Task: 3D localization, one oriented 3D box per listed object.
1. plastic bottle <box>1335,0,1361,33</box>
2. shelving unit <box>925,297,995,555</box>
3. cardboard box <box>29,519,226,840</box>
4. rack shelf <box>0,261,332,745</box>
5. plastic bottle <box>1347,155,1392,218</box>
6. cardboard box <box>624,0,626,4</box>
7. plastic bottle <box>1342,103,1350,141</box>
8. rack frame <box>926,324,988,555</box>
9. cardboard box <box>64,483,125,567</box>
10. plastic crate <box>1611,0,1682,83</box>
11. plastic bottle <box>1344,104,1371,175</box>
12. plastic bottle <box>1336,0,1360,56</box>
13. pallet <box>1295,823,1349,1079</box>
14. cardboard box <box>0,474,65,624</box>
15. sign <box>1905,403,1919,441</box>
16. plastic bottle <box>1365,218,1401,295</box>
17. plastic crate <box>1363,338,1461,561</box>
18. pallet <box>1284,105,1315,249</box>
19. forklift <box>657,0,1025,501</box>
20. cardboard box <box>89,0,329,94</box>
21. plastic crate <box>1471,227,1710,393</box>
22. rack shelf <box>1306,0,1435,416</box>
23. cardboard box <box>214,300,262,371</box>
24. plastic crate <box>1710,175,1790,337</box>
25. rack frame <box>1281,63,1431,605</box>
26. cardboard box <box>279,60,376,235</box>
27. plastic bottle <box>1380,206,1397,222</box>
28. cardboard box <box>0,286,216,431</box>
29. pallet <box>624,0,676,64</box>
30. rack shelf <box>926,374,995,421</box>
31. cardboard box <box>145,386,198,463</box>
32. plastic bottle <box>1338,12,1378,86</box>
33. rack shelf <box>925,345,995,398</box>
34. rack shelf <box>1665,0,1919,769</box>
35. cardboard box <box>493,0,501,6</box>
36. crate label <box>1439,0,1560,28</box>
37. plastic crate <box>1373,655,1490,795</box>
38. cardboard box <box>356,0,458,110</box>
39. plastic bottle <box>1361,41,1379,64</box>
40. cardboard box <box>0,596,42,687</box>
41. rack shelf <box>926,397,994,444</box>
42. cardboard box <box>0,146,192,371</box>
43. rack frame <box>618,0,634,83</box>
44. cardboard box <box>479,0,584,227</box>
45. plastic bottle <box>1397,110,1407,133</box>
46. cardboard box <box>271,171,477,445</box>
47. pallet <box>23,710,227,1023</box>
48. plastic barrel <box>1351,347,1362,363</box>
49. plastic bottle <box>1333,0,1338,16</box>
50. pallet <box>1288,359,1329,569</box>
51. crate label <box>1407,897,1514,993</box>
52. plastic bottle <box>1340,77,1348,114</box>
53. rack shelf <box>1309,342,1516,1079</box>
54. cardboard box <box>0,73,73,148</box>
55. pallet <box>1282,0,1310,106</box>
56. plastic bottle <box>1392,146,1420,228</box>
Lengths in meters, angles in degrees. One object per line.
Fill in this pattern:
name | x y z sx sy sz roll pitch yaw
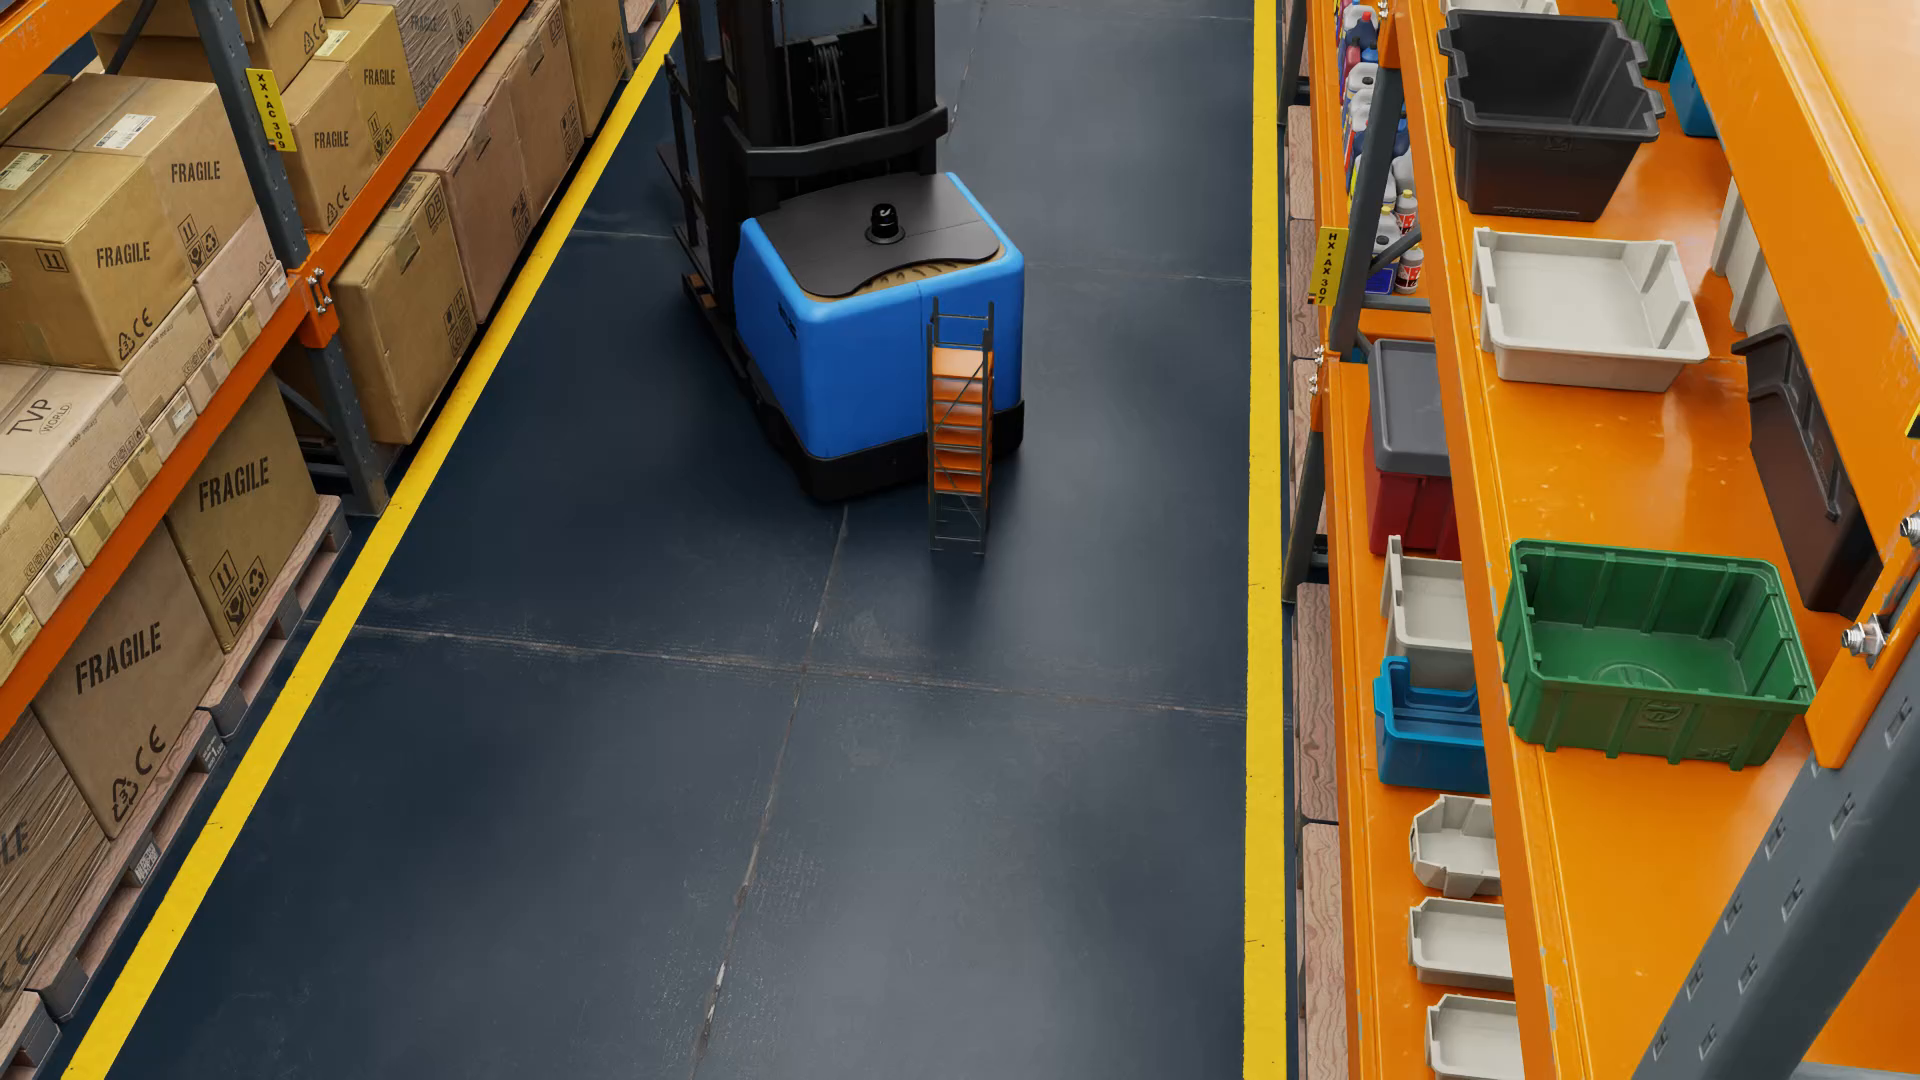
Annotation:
plastic bottle | 1.840 -2.526 7.852 0.097 0.271 0.097 0 43 0
shelving unit | 0.002 -0.446 6.870 0.258 1.200 0.189 5 44 6
cardboard box | -3.342 0.406 5.901 0.875 0.875 0.875 5 44 6
rack shelf | -3.321 0.356 5.238 1.077 0.370 4.000 5 44 6
plastic bottle | 1.651 -1.457 6.665 0.144 0.351 0.185 5 44 6
cardboard box | -2.459 -3.705 10.502 0.700 0.500 0.500 3 44 3
plastic bottle | 1.706 -1.810 7.147 0.097 0.201 0.097 0 43 0
rack frame | -0.010 -0.383 6.804 0.240 1.200 0.006 5 44 6
cardboard box | -2.941 -0.064 5.341 0.380 0.149 0.250 5 44 5
plastic crate | 2.097 -1.514 4.662 0.450 0.188 0.662 5 44 6
plastic bottle | 1.700 -1.664 6.938 0.152 0.276 0.135 5 44 6
plastic bottle | 1.809 -2.369 7.686 0.097 0.271 0.097 0 43 0
pallet | 1.636 1.533 5.500 1.003 0.211 1.213 5 44 6
cardboard box | -3.058 0.048 4.932 0.500 0.250 0.500 4 44 5
sign | 0.777 -0.192 1.165 0.100 0.325 0.005 5 44 6
plastic bottle | 1.585 -1.071 6.312 0.152 0.276 0.135 5 44 6
plastic crate | 1.487 -0.278 5.294 0.402 0.464 0.583 5 44 6
pallet | 2.319 -1.991 9.221 1.003 0.211 1.213 5 44 6
forklift | -0.770 -2.256 7.523 1.130 2.935 3.031 -17 46 -17
cardboard box | -2.980 -2.105 6.512 0.797 0.503 0.637 4 44 4
plastic crate | 1.352 -0.517 3.646 0.437 0.136 0.530 5 44 6
rack shelf | 2.118 -1.920 7.642 1.077 0.370 4.000 5 44 6
cardboard box | -2.806 -0.764 6.080 0.380 0.149 0.250 6 44 6
plastic crate | 1.923 -0.621 3.651 0.437 0.282 0.530 5 44 6
rack frame | 1.853 -0.818 5.955 1.000 3.000 0.127 5 44 6
cardboard box | -2.748 -1.596 6.703 0.500 0.500 0.500 5 44 6
plastic bottle | 1.651 -1.211 6.514 0.097 0.201 0.097 0 43 0
cardboard box | -2.920 -0.644 5.664 0.500 0.250 0.500 6 44 7
pallet | -2.423 -3.515 10.830 1.003 0.211 1.213 5 44 6
rack shelf | 0.002 -0.588 6.736 0.258 0.103 0.180 5 44 6
cardboard box | -2.874 -0.414 5.711 0.380 0.149 0.250 6 44 6
plastic bottle | 1.796 -2.207 7.458 0.144 0.351 0.185 5 44 6
rack shelf | 0.002 -0.675 6.653 0.258 0.103 0.180 5 44 6
rack shelf | 1.589 -1.227 2.837 1.077 0.370 4.000 5 44 6
cardboard box | -2.484 -2.979 8.164 0.500 0.500 0.500 4 44 4
crate label | 1.502 -1.505 4.690 0.293 0.136 0.466 5 44 6
plastic crate | 1.342 0.524 4.615 0.416 0.233 0.300 5 44 6
cardboard box | -2.615 -2.279 7.425 0.500 0.500 0.500 4 44 5
plastic bottle | 1.815 -2.079 7.380 0.097 0.271 0.097 0 43 0
cardboard box | -3.009 0.288 4.969 0.380 0.149 0.250 4 44 4
rack shelf | 0.002 -0.500 6.818 0.258 0.103 0.180 5 44 6
cardboard box | -2.922 -0.916 5.405 0.500 0.500 0.500 6 44 6
rack frame | -2.527 -3.995 9.309 1.000 3.000 0.127 5 44 6
cardboard box | -2.765 -2.300 8.760 1.225 0.875 0.875 5 44 6
plastic bottle | 1.826 -1.664 6.941 0.097 0.271 0.097 0 43 0
cardboard box | -2.991 -1.088 7.479 1.225 0.875 0.875 5 44 6
pallet | -3.393 1.089 5.969 1.003 0.211 1.213 5 44 6
plastic barrel | 2.036 -1.061 7.431 0.600 0.901 0.708 5 44 6
plastic bottle | 1.850 -2.677 8.002 0.061 0.283 0.133 5 44 6
pallet | 1.997 -0.328 7.465 1.003 0.211 1.213 5 44 6
crate label | 1.318 1.021 4.160 0.396 0.136 0.243 5 44 6
plastic bottle | 1.737 -1.968 7.314 0.097 0.201 0.097 0 43 0
rack shelf | 1.589 0.806 4.763 1.077 0.370 4.000 5 44 6
cardboard box | -3.373 -1.291 5.802 0.500 0.500 0.500 5 44 6
pallet | 2.523 -3.056 10.346 1.003 0.211 1.213 5 44 6
plastic bottle | 1.793 -1.444 6.651 0.144 0.351 0.185 5 44 6
